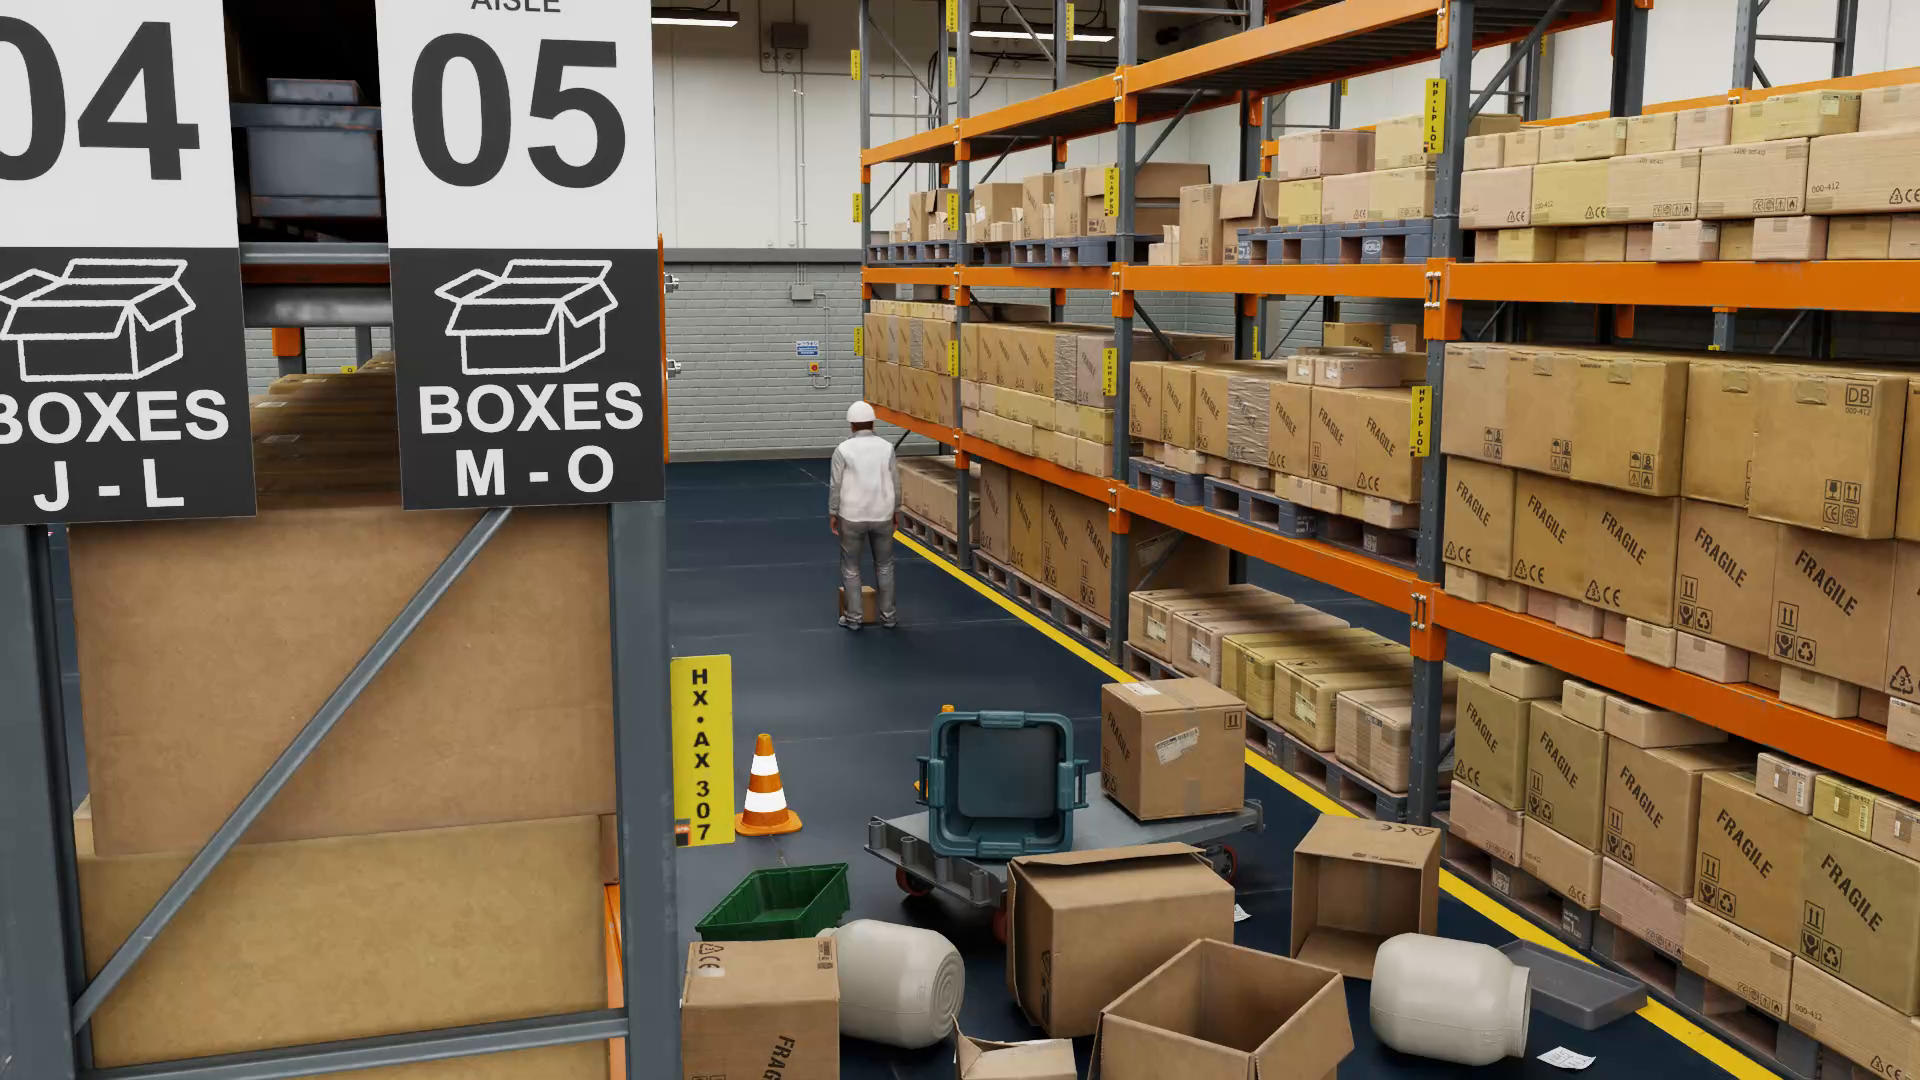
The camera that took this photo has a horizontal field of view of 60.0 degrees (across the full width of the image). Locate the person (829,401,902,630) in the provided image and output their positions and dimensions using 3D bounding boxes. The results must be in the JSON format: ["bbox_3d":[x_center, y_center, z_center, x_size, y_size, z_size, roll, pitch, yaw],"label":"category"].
[{"bbox_3d":[-0.732,-0.193,12.984,0.571,1.772,0.460,-3,10,-16],"label":"person"}]
